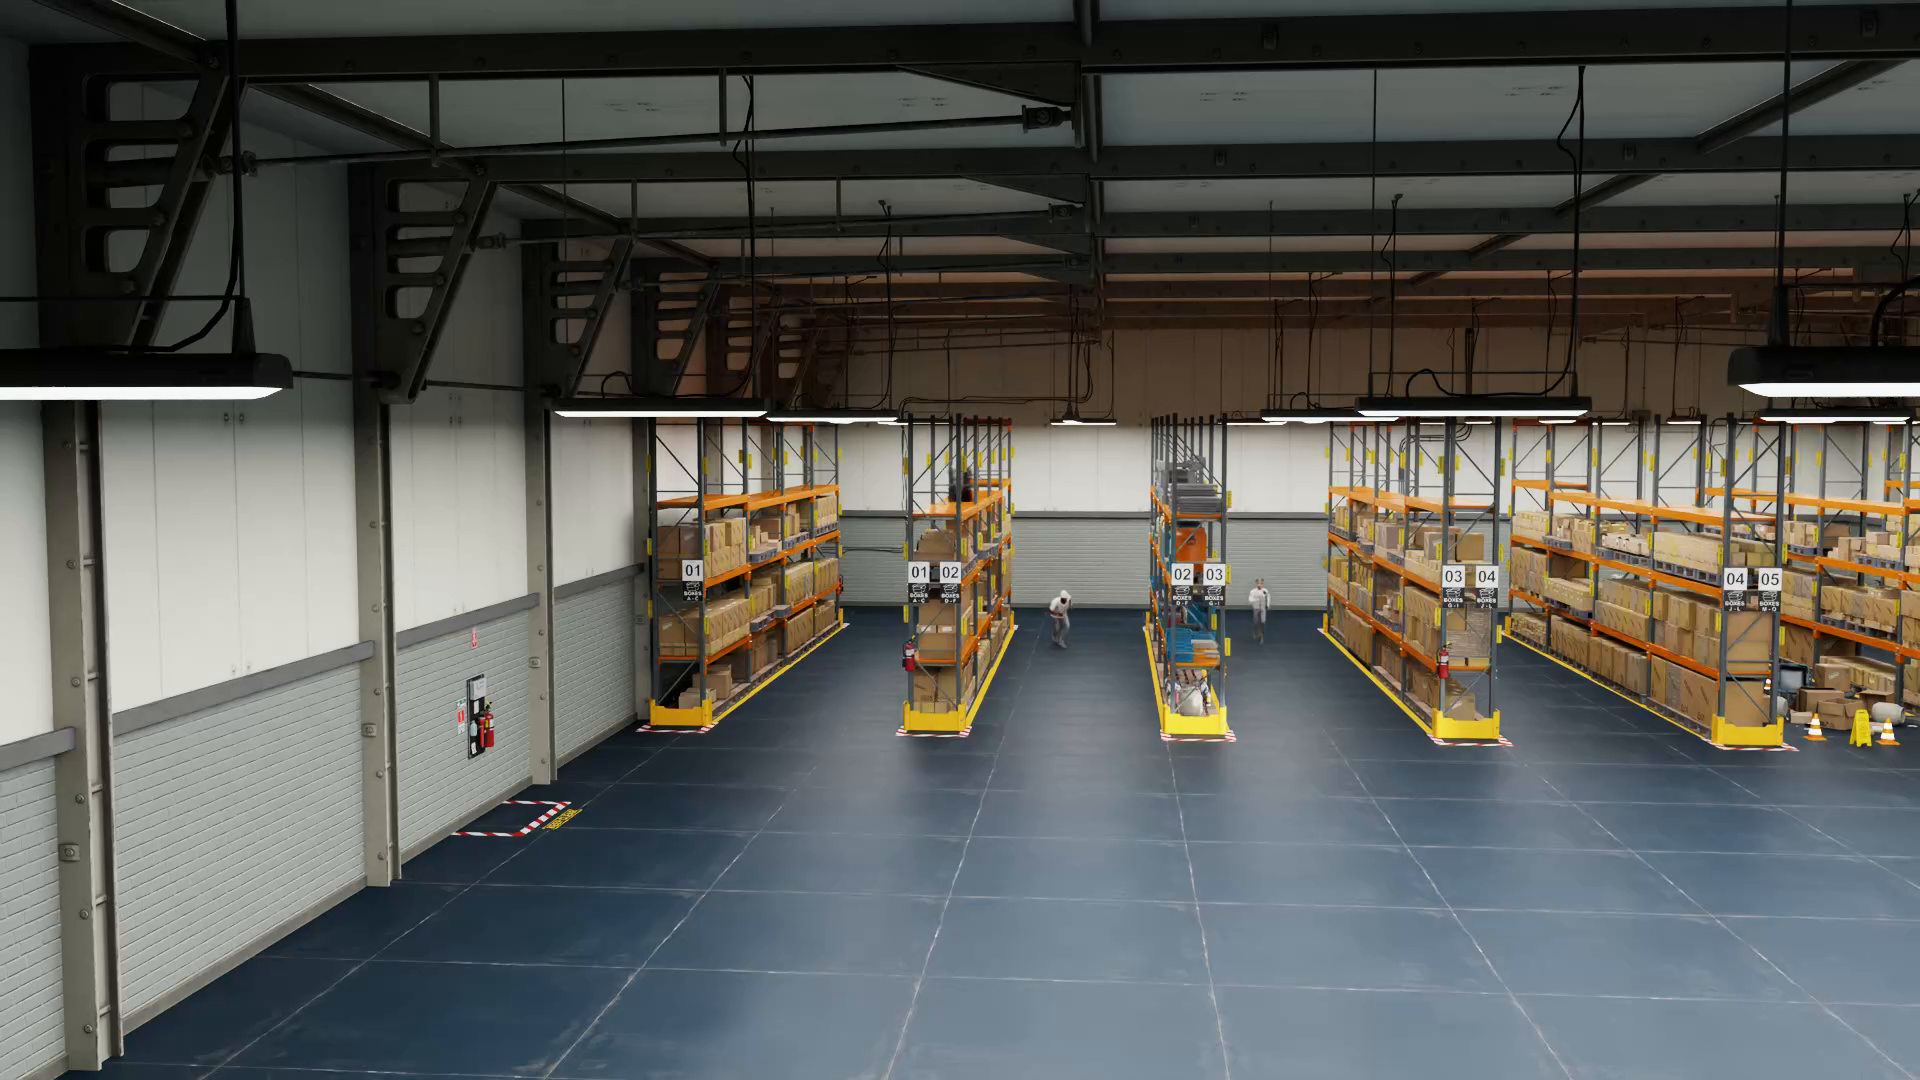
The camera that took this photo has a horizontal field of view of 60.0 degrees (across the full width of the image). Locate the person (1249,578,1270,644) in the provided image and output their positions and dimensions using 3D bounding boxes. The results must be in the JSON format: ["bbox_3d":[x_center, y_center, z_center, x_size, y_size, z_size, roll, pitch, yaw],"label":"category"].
[{"bbox_3d":[8.009,1.878,44.495,0.592,1.740,0.845,0,4,4],"label":"person"}]

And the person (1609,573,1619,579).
[{"bbox_3d":[17.762,1.803,45.069,0.682,1.786,0.942,-2,4,-28],"label":"person"}]

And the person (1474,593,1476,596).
[{"bbox_3d":[13.958,1.977,44.237,0.668,1.514,1.131,2,4,23],"label":"person"}]

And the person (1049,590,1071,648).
[{"bbox_3d":[2.587,2.042,43.605,0.701,1.537,1.196,-1,4,-19],"label":"person"}]
